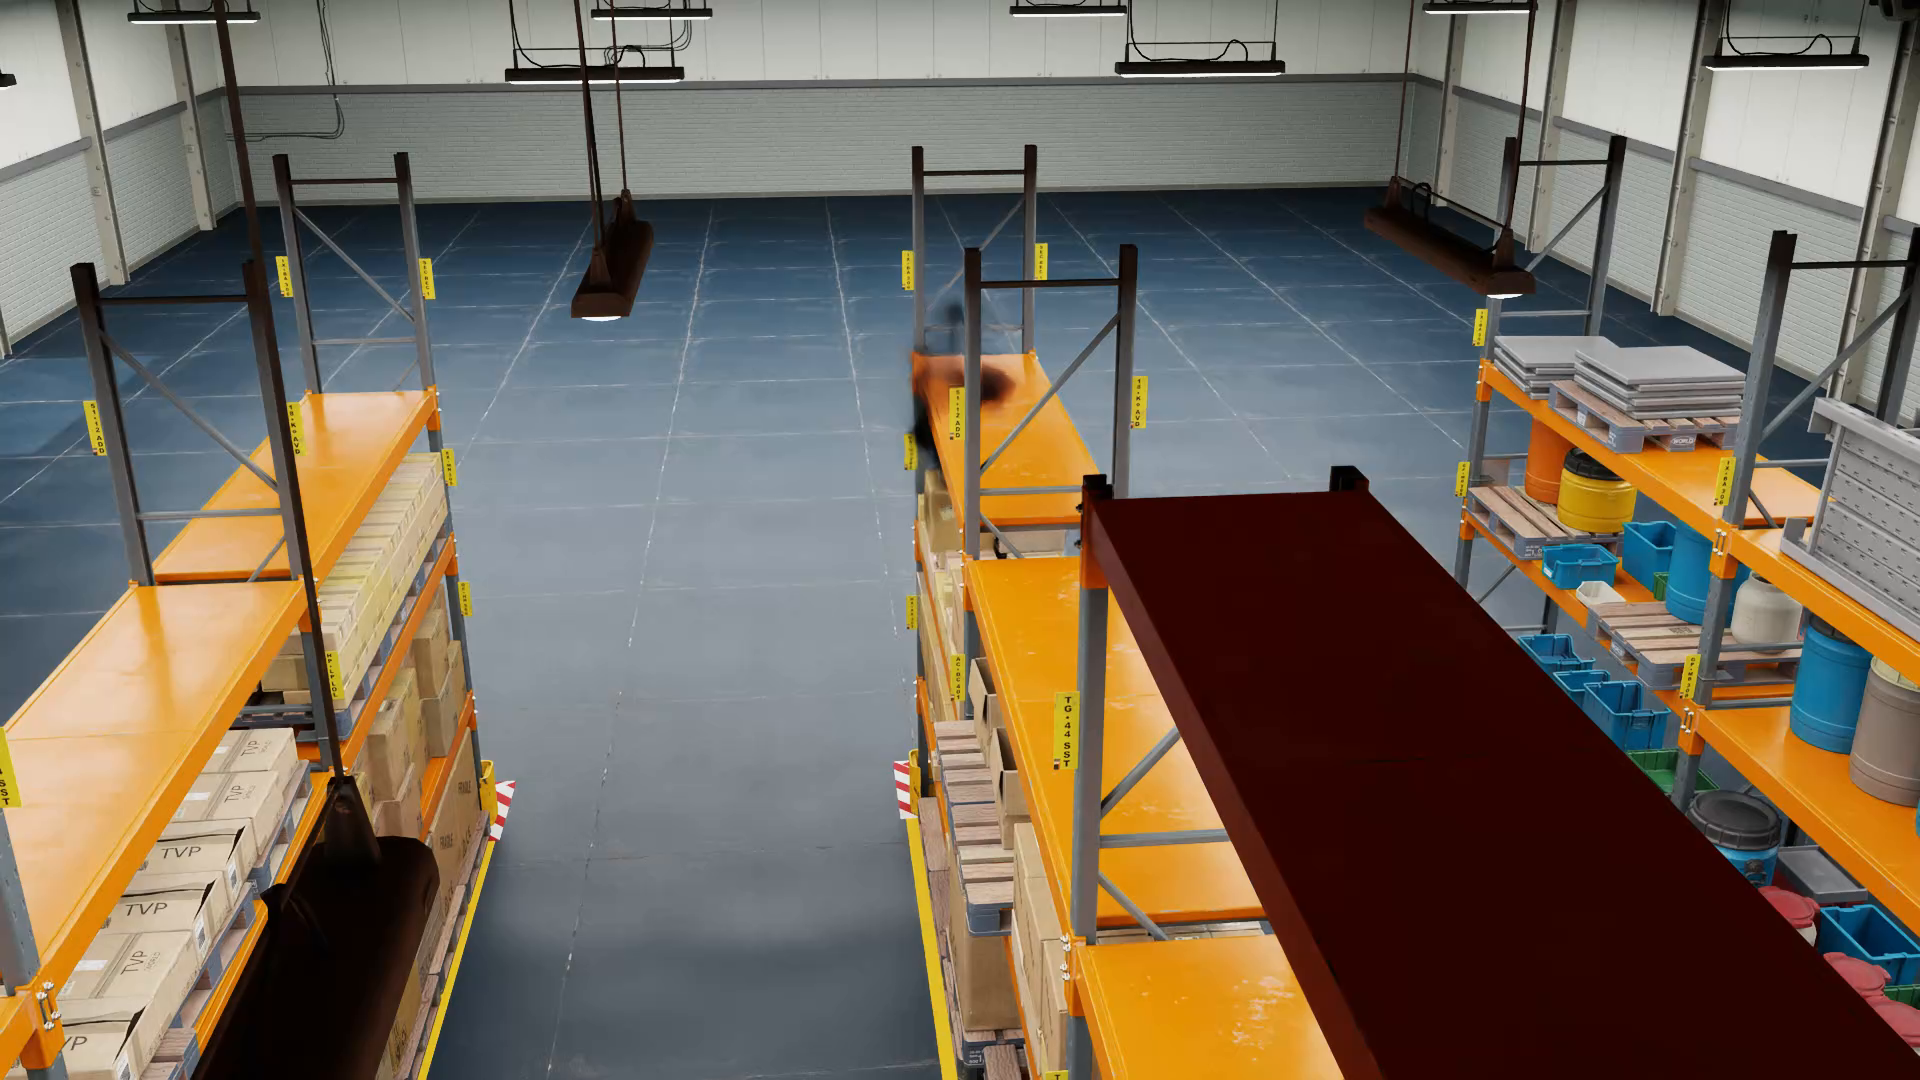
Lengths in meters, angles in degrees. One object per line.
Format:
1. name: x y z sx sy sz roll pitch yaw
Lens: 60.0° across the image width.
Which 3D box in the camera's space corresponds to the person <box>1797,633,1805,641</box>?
1. person: 8.835 0.671 17.931 0.916 1.584 0.572 12 24 27
